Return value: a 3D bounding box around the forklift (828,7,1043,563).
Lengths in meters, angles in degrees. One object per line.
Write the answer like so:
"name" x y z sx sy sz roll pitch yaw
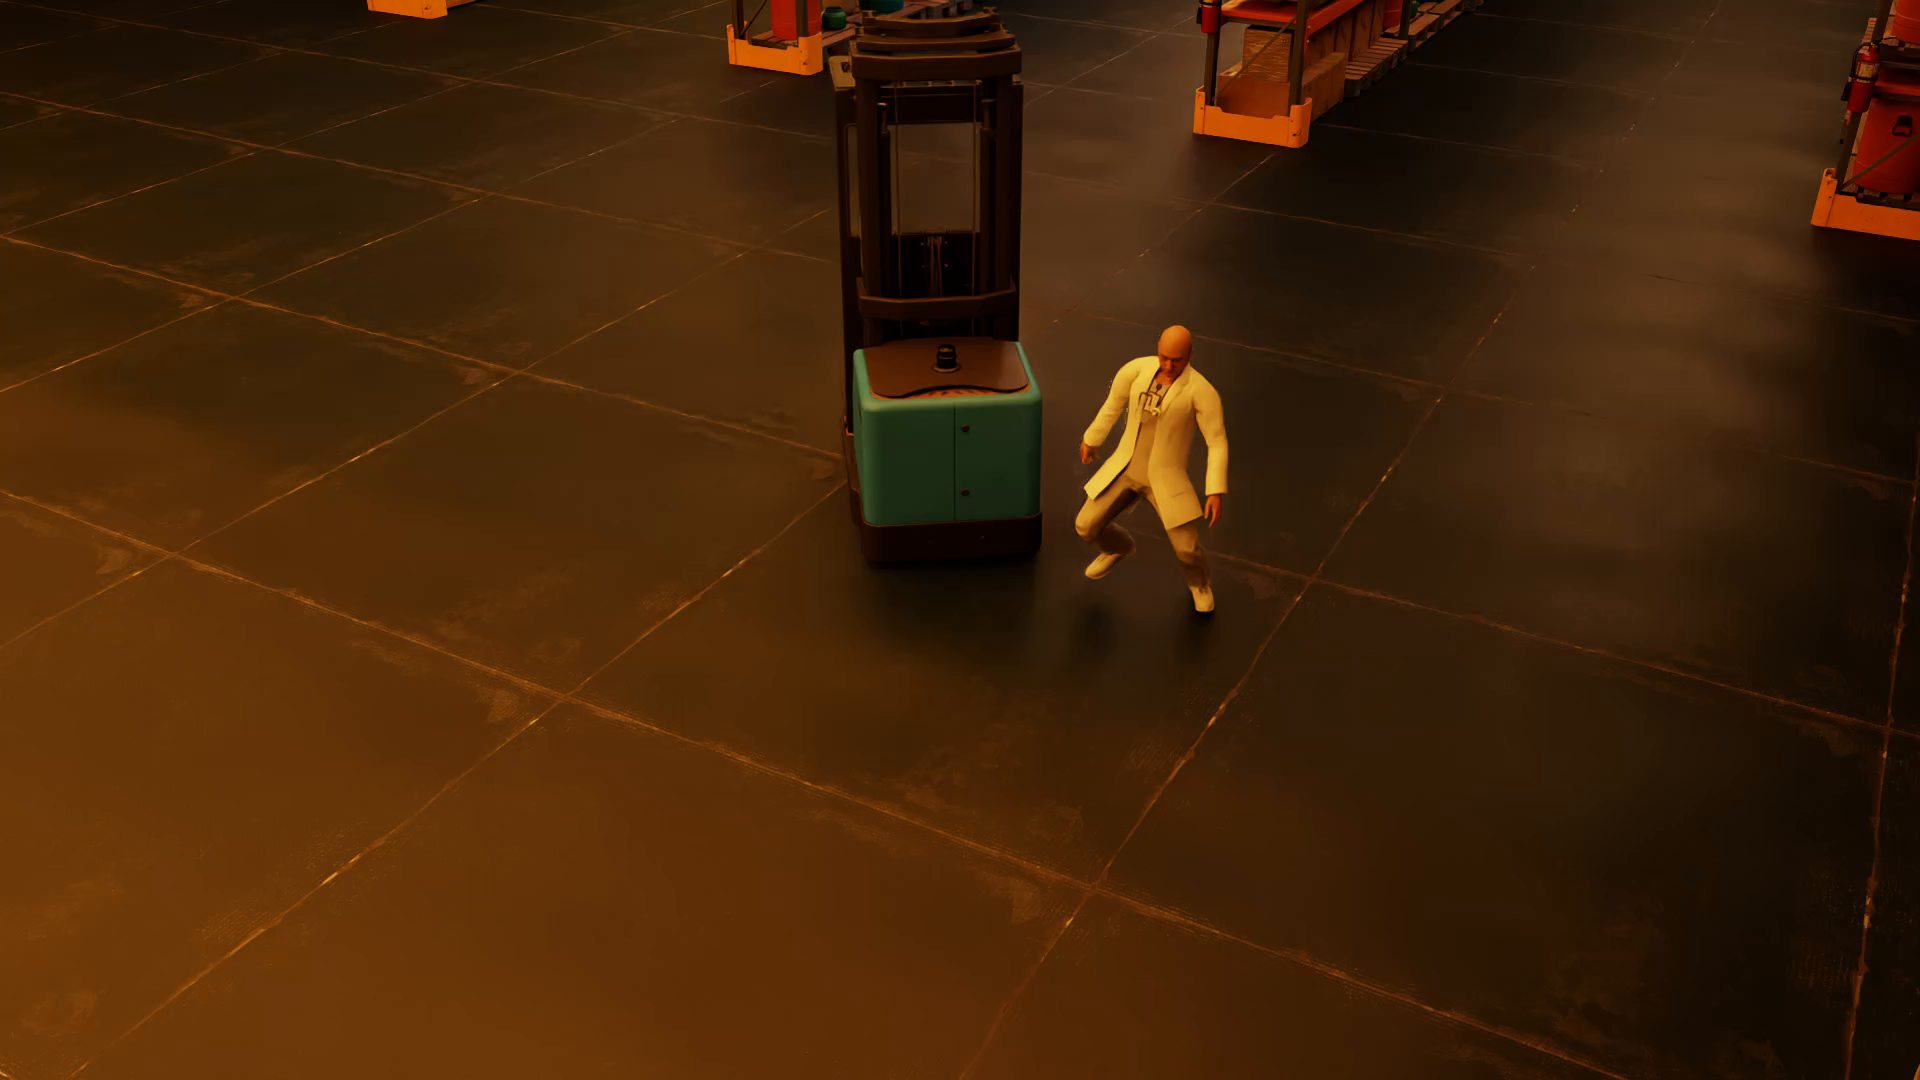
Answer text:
"forklift" -0.210 -1.853 10.281 1.130 2.935 3.031 -3 30 -6

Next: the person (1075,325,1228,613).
"person" 1.045 -0.406 9.016 0.963 1.631 0.596 21 36 32
